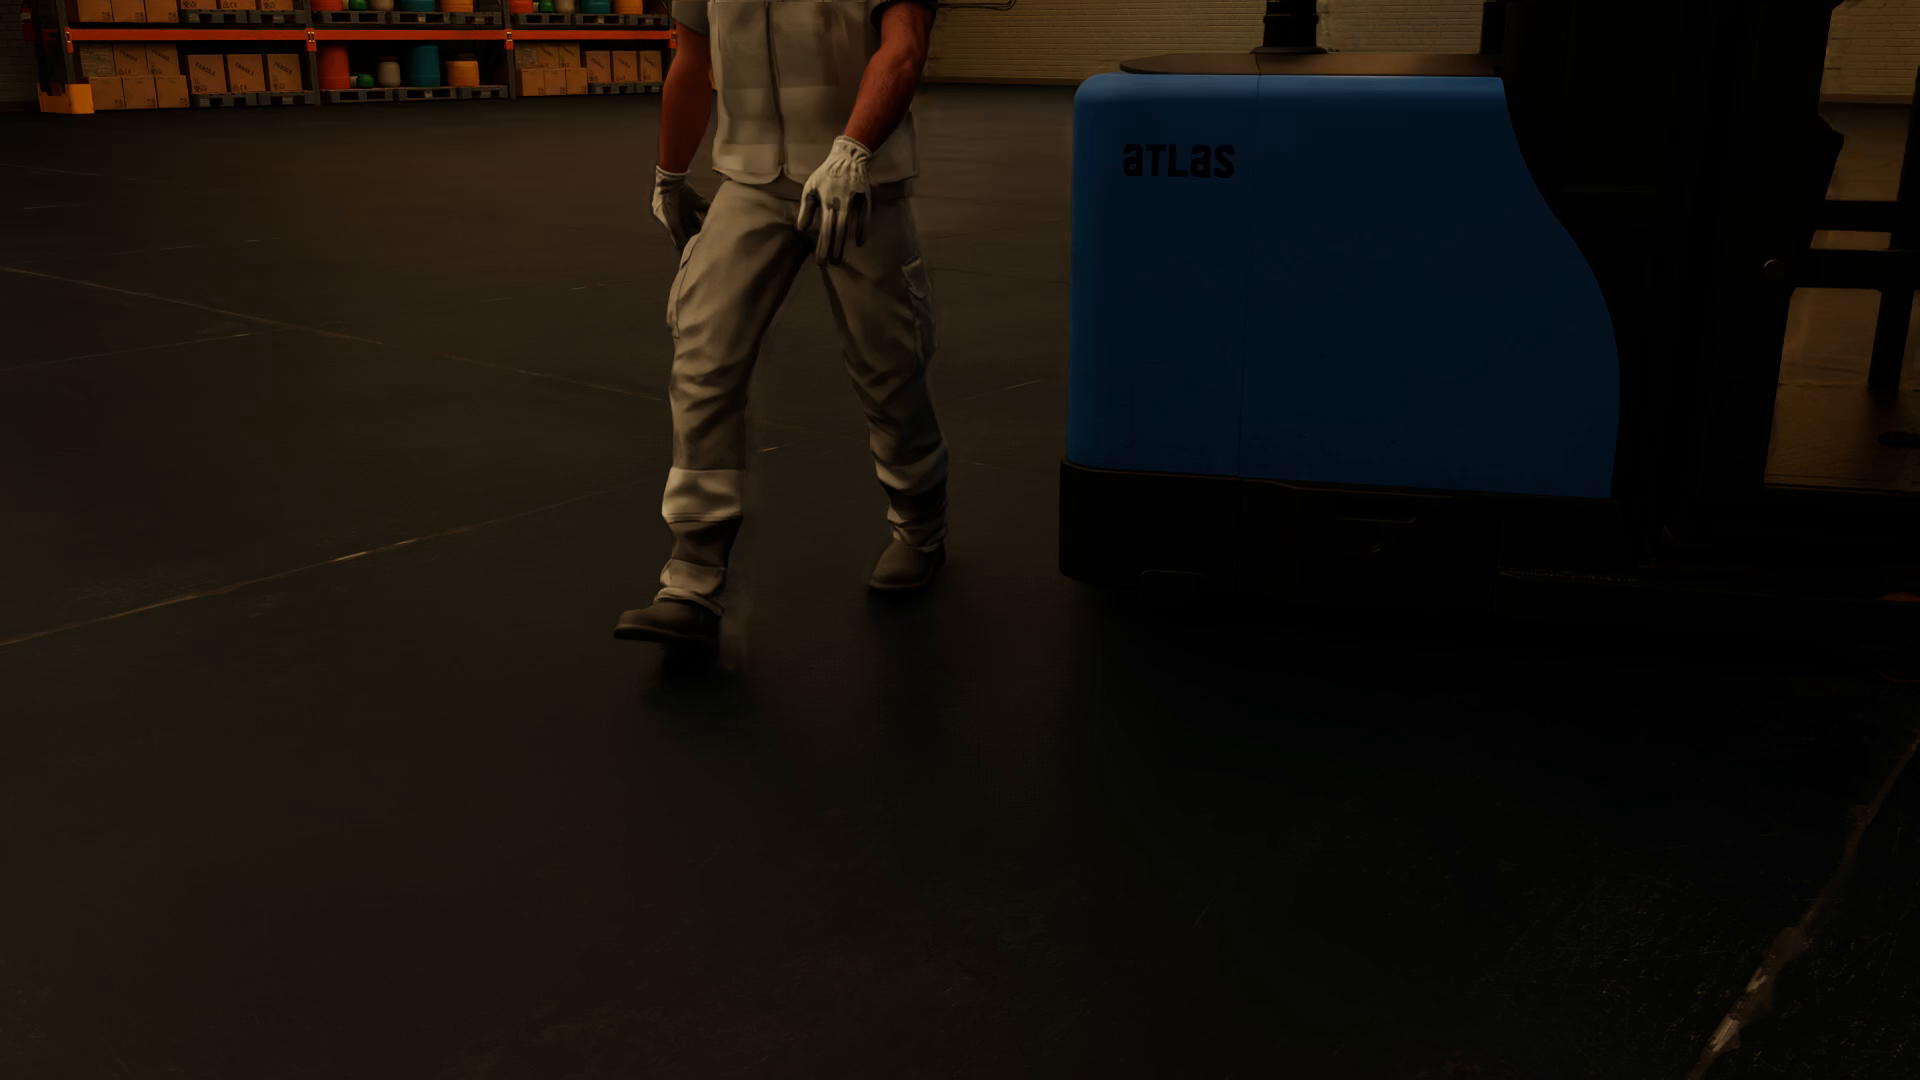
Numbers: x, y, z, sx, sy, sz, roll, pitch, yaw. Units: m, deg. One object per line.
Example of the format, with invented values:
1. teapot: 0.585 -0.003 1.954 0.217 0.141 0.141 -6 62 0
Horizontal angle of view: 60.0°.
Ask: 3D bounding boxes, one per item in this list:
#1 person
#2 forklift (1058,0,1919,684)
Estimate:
1. person: -0.366 -0.654 3.162 0.686 1.730 0.937 5 18 17
2. forklift: 1.780 -1.294 3.159 3.031 2.935 1.130 4 17 13
